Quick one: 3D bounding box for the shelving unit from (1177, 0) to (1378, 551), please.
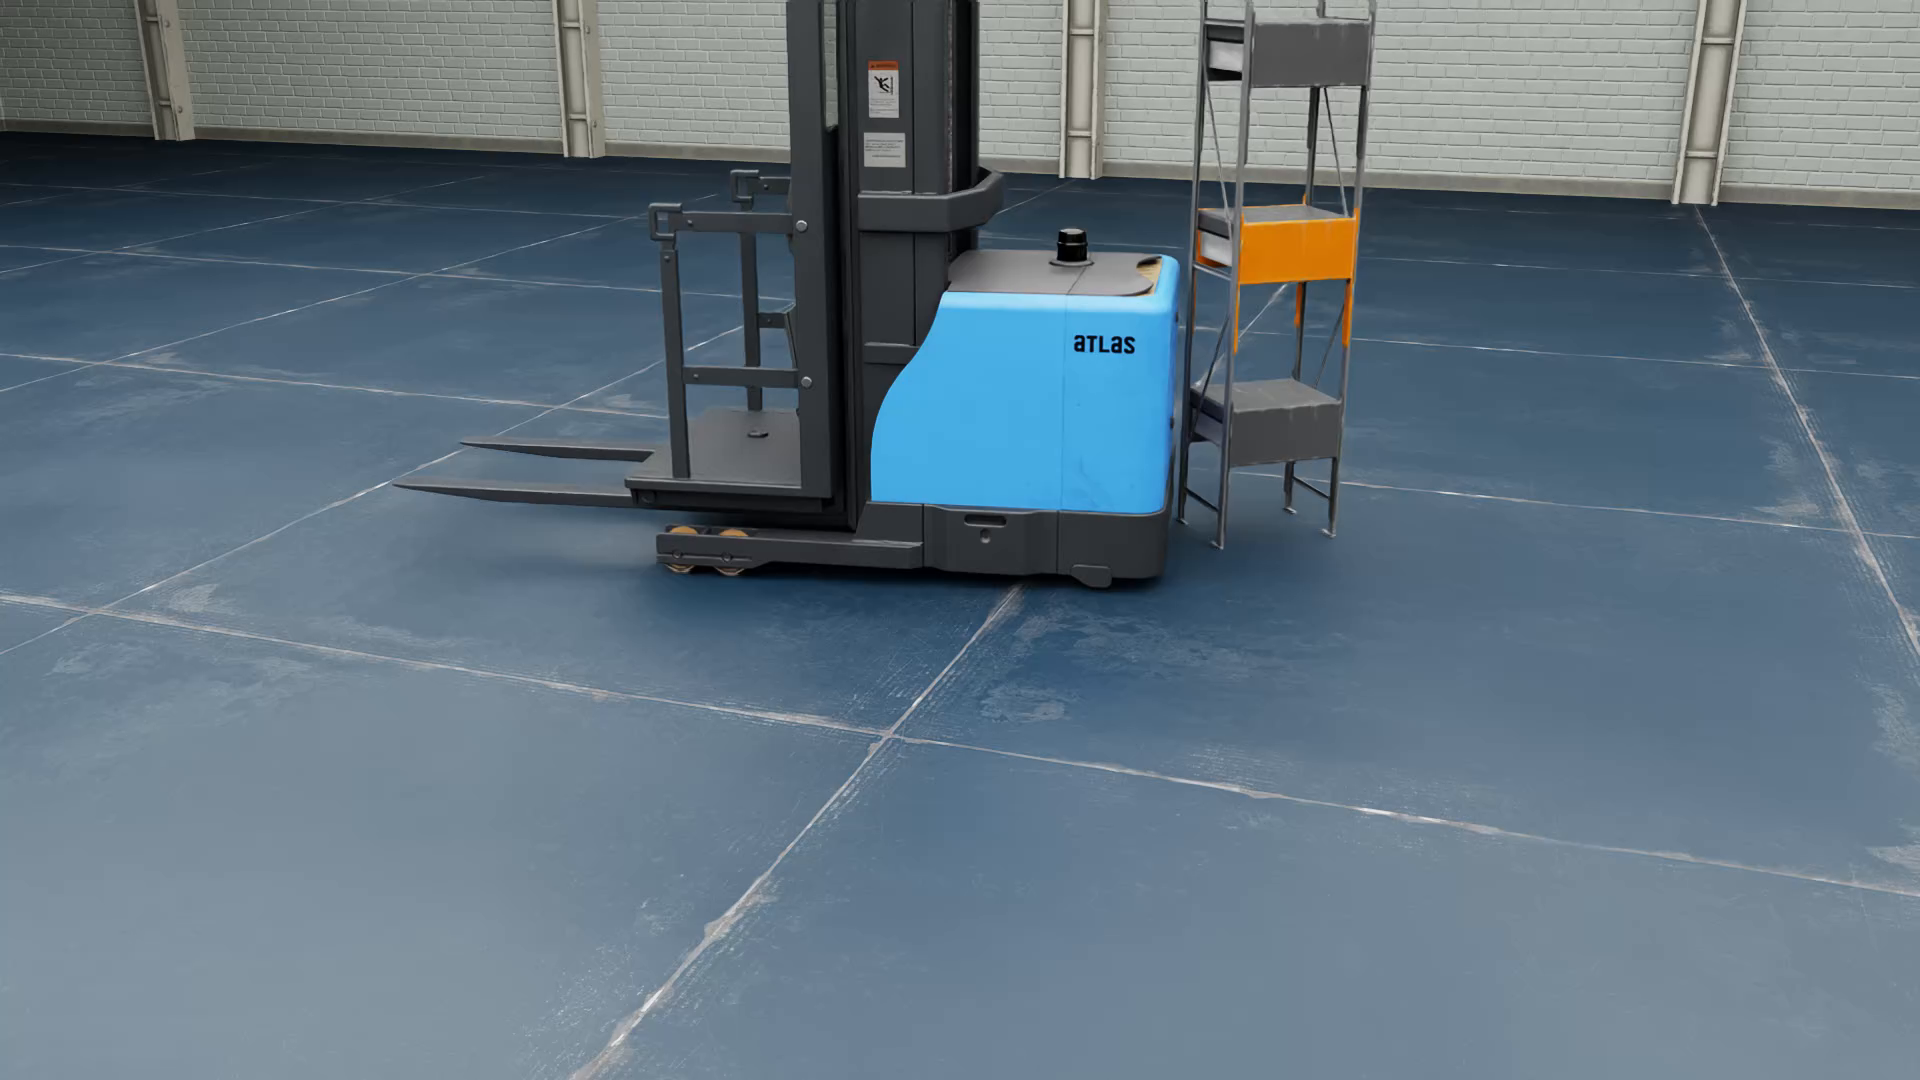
[{"bbox_3d":[1.189,-1.035,6.356,0.503,2.100,0.431,-6,20,-17],"label":"shelving unit"}]

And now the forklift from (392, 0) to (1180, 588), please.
[{"bbox_3d":[-0.688,-1.422,6.203,3.031,2.935,1.130,3,19,9],"label":"forklift"}]

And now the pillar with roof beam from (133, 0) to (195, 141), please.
[{"bbox_3d":[-11.468,-8.053,16.006,0.400,9.000,9.100,7,20,18],"label":"pillar with roof beam"}]

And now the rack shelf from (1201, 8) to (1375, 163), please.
[{"bbox_3d":[1.189,-1.683,6.130,0.480,0.518,0.431,-6,20,-17],"label":"rack shelf"}]

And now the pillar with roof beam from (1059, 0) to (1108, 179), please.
[{"bbox_3d":[-0.132,-6.756,12.288,0.400,9.000,9.100,7,20,18],"label":"pillar with roof beam"}]

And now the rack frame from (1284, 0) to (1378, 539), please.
[{"bbox_3d":[1.421,-1.060,6.426,0.015,2.100,0.400,-6,20,-17],"label":"rack frame"}]

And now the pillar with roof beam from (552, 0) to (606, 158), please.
[{"bbox_3d":[-5.800,-7.405,14.147,0.400,9.000,9.100,7,20,18],"label":"pillar with roof beam"}]

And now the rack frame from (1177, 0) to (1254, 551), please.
[{"bbox_3d":[0.956,-1.011,6.287,0.015,2.100,0.400,-6,20,-17],"label":"rack frame"}]

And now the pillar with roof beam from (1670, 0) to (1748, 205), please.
[{"bbox_3d":[5.535,-6.108,10.428,0.400,9.000,9.100,7,20,18],"label":"pillar with roof beam"}]

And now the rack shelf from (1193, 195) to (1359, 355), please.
[{"bbox_3d":[1.189,-1.022,6.361,0.480,0.518,0.431,-6,20,-17],"label":"rack shelf"}]

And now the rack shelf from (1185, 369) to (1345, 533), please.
[{"bbox_3d":[1.189,-0.361,6.591,0.480,0.518,0.431,-6,20,-17],"label":"rack shelf"}]
